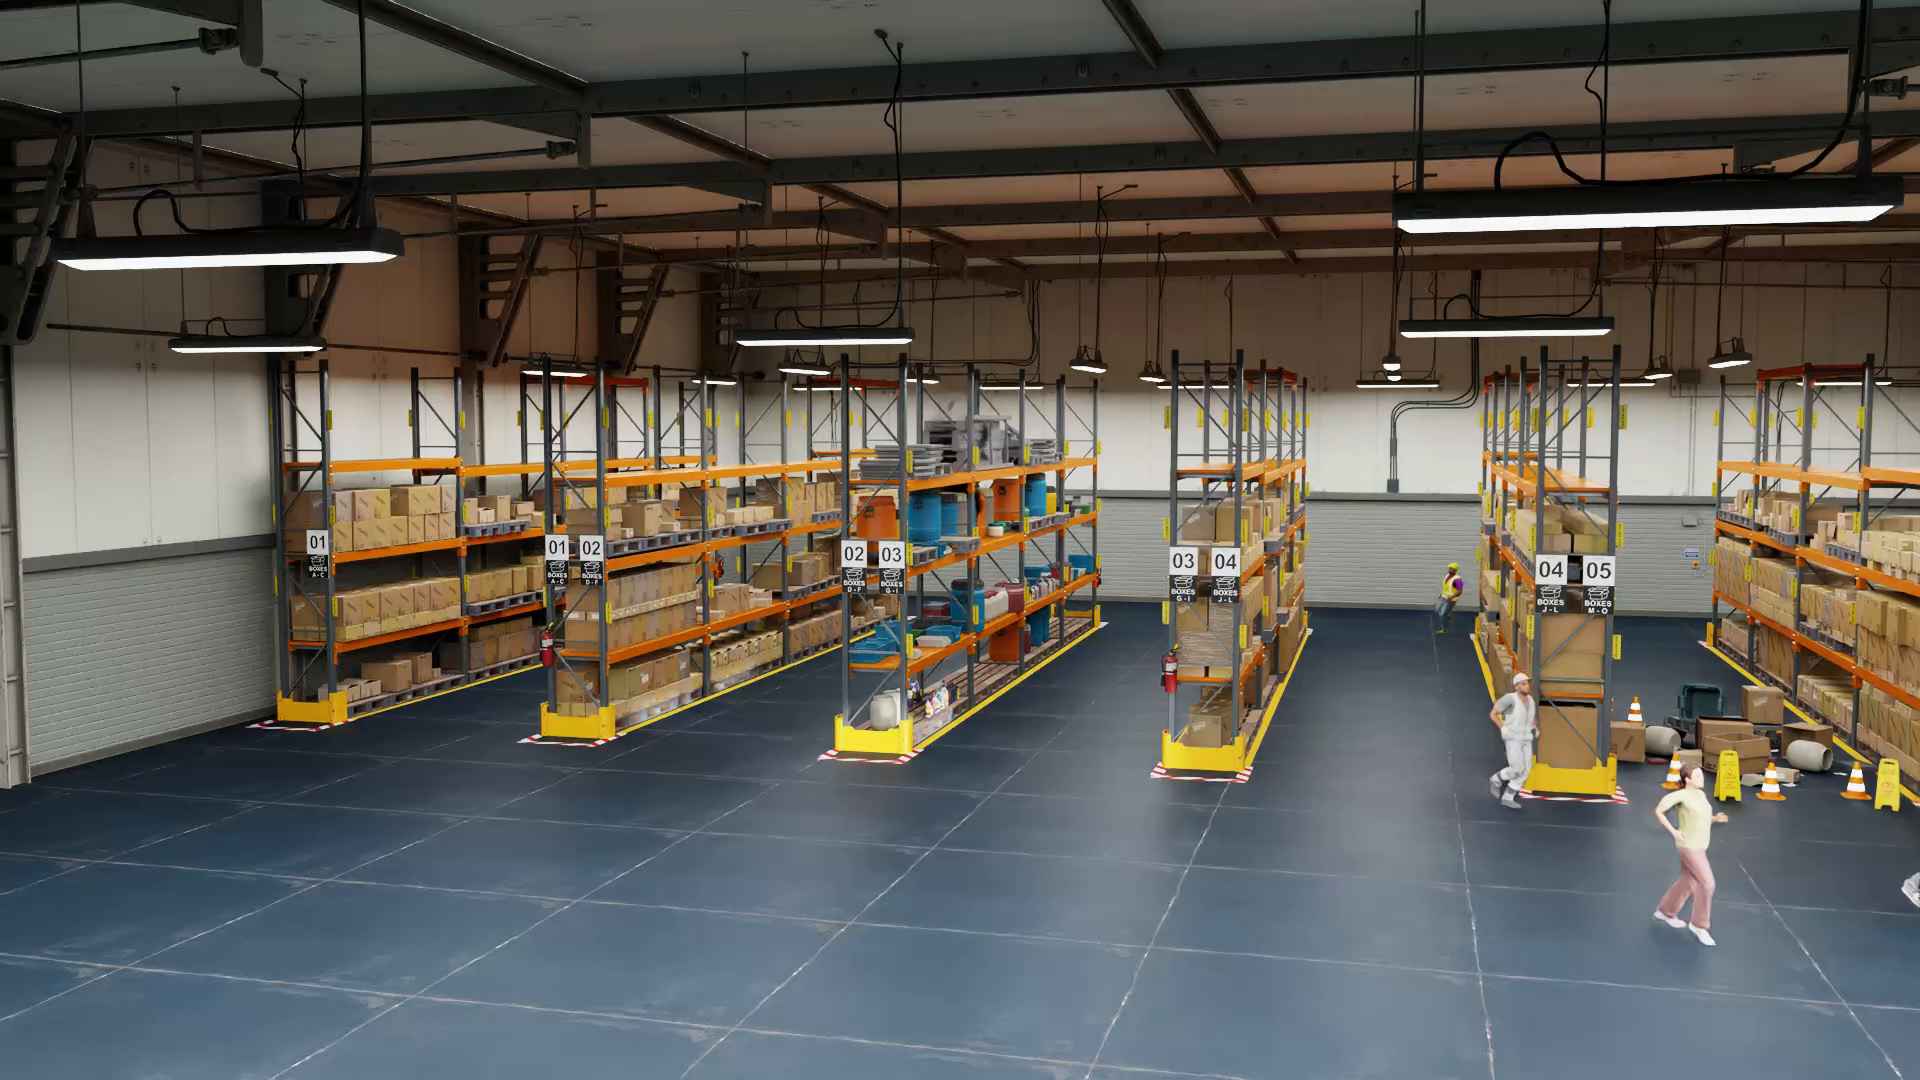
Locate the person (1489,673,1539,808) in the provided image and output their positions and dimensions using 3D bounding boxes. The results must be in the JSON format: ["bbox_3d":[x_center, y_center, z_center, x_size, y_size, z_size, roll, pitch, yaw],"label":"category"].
[{"bbox_3d":[7.221,2.587,21.544,0.688,1.734,0.550,-2,4,-23],"label":"person"}]

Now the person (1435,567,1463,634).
[{"bbox_3d":[11.393,1.426,38.801,0.530,1.577,0.747,-2,4,-21],"label":"person"}]

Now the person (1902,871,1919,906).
[{"bbox_3d":[9.886,2.989,16.615,0.541,1.606,0.868,-2,5,-31],"label":"person"}]

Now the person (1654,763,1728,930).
[{"bbox_3d":[7.067,2.932,16.078,0.560,1.567,0.670,-4,5,-41],"label":"person"}]
